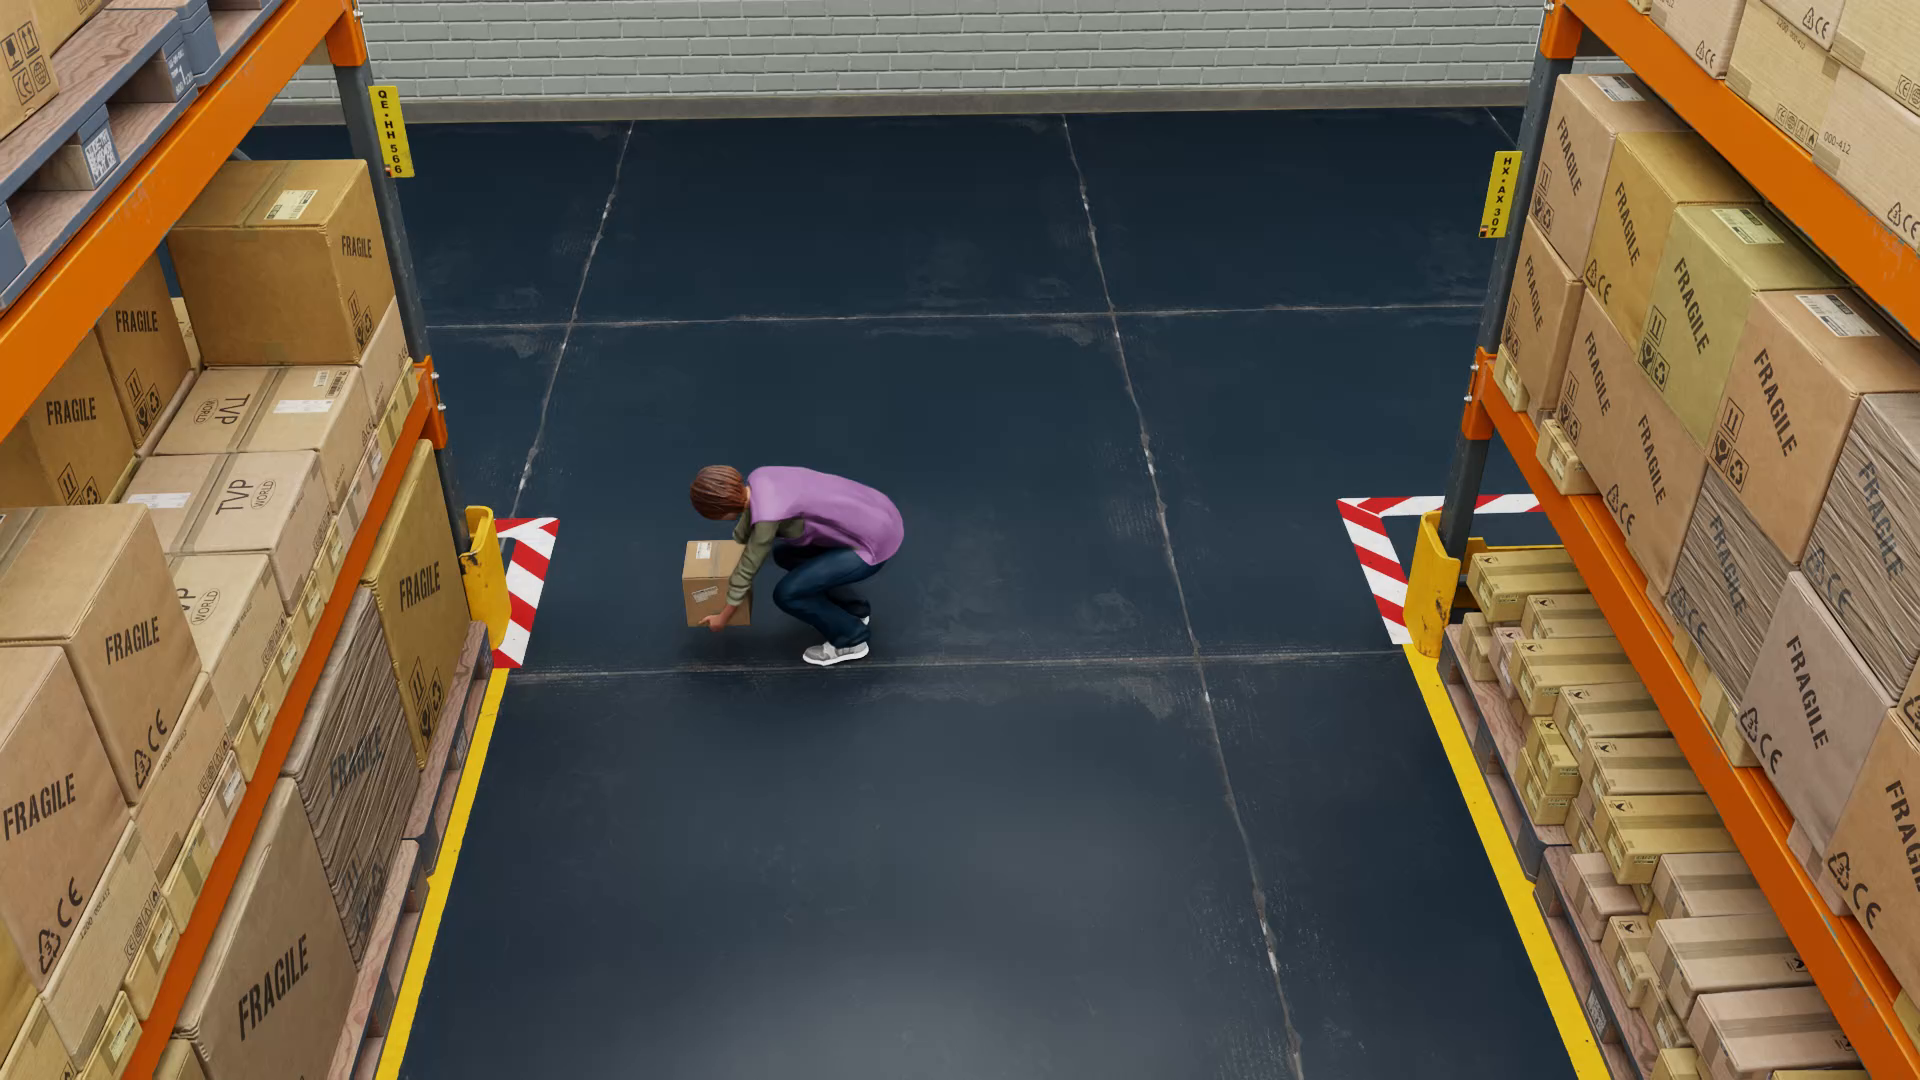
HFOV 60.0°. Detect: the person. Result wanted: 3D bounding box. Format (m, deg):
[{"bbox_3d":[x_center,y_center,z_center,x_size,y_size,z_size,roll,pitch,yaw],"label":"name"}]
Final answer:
[{"bbox_3d":[-0.639,0.066,6.669,0.839,0.895,0.426,-3,36,-4],"label":"person"}]
